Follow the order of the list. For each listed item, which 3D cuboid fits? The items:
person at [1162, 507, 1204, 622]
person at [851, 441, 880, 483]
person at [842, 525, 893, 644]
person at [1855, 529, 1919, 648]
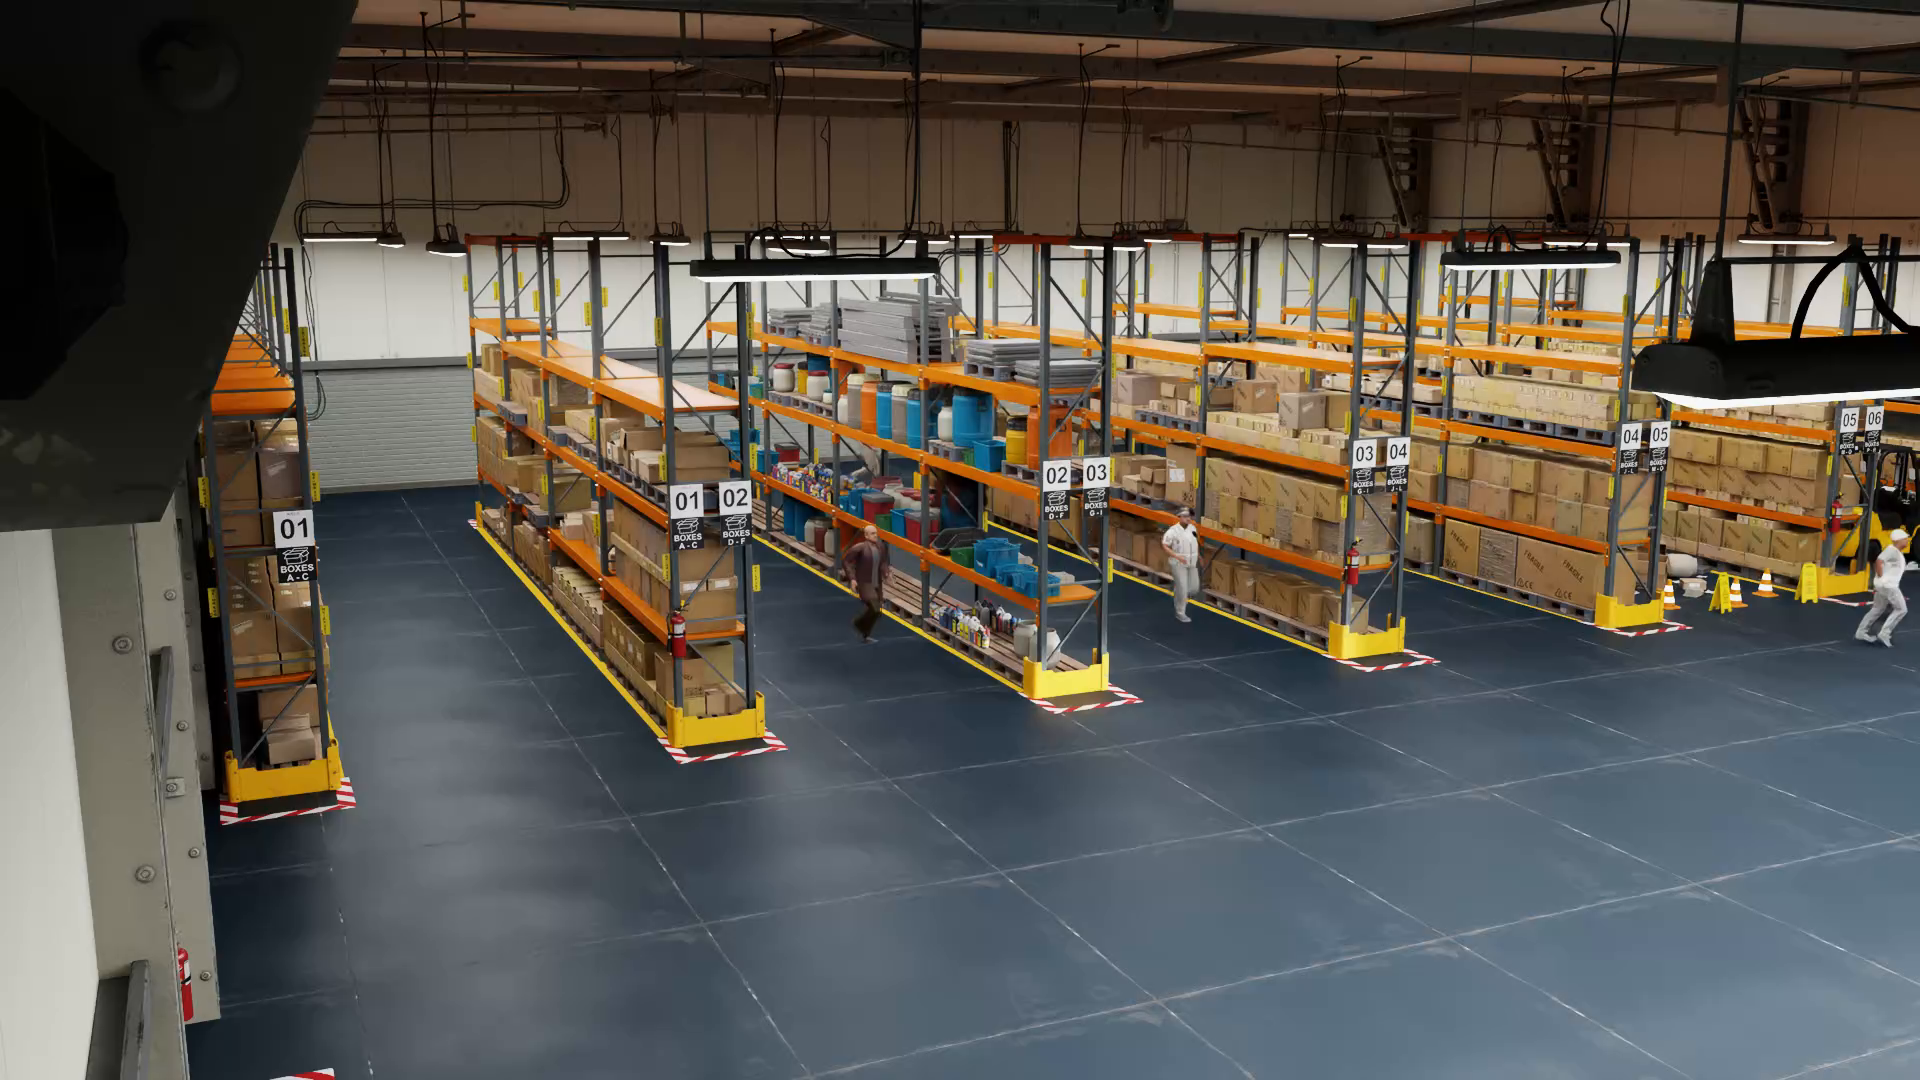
[{"bbox_3d":[3.373,0.352,25.275,0.665,1.752,0.602,-6,13,-29],"label":"person"},{"bbox_3d":[-2.187,-2.067,39.400,0.849,1.687,0.709,-2,11,-10],"label":"person"},{"bbox_3d":[-1.264,0.650,23.682,0.700,1.736,0.657,-11,15,-44],"label":"person"},{"bbox_3d":[13.881,0.726,24.813,0.794,1.813,0.677,5,12,22],"label":"person"}]
